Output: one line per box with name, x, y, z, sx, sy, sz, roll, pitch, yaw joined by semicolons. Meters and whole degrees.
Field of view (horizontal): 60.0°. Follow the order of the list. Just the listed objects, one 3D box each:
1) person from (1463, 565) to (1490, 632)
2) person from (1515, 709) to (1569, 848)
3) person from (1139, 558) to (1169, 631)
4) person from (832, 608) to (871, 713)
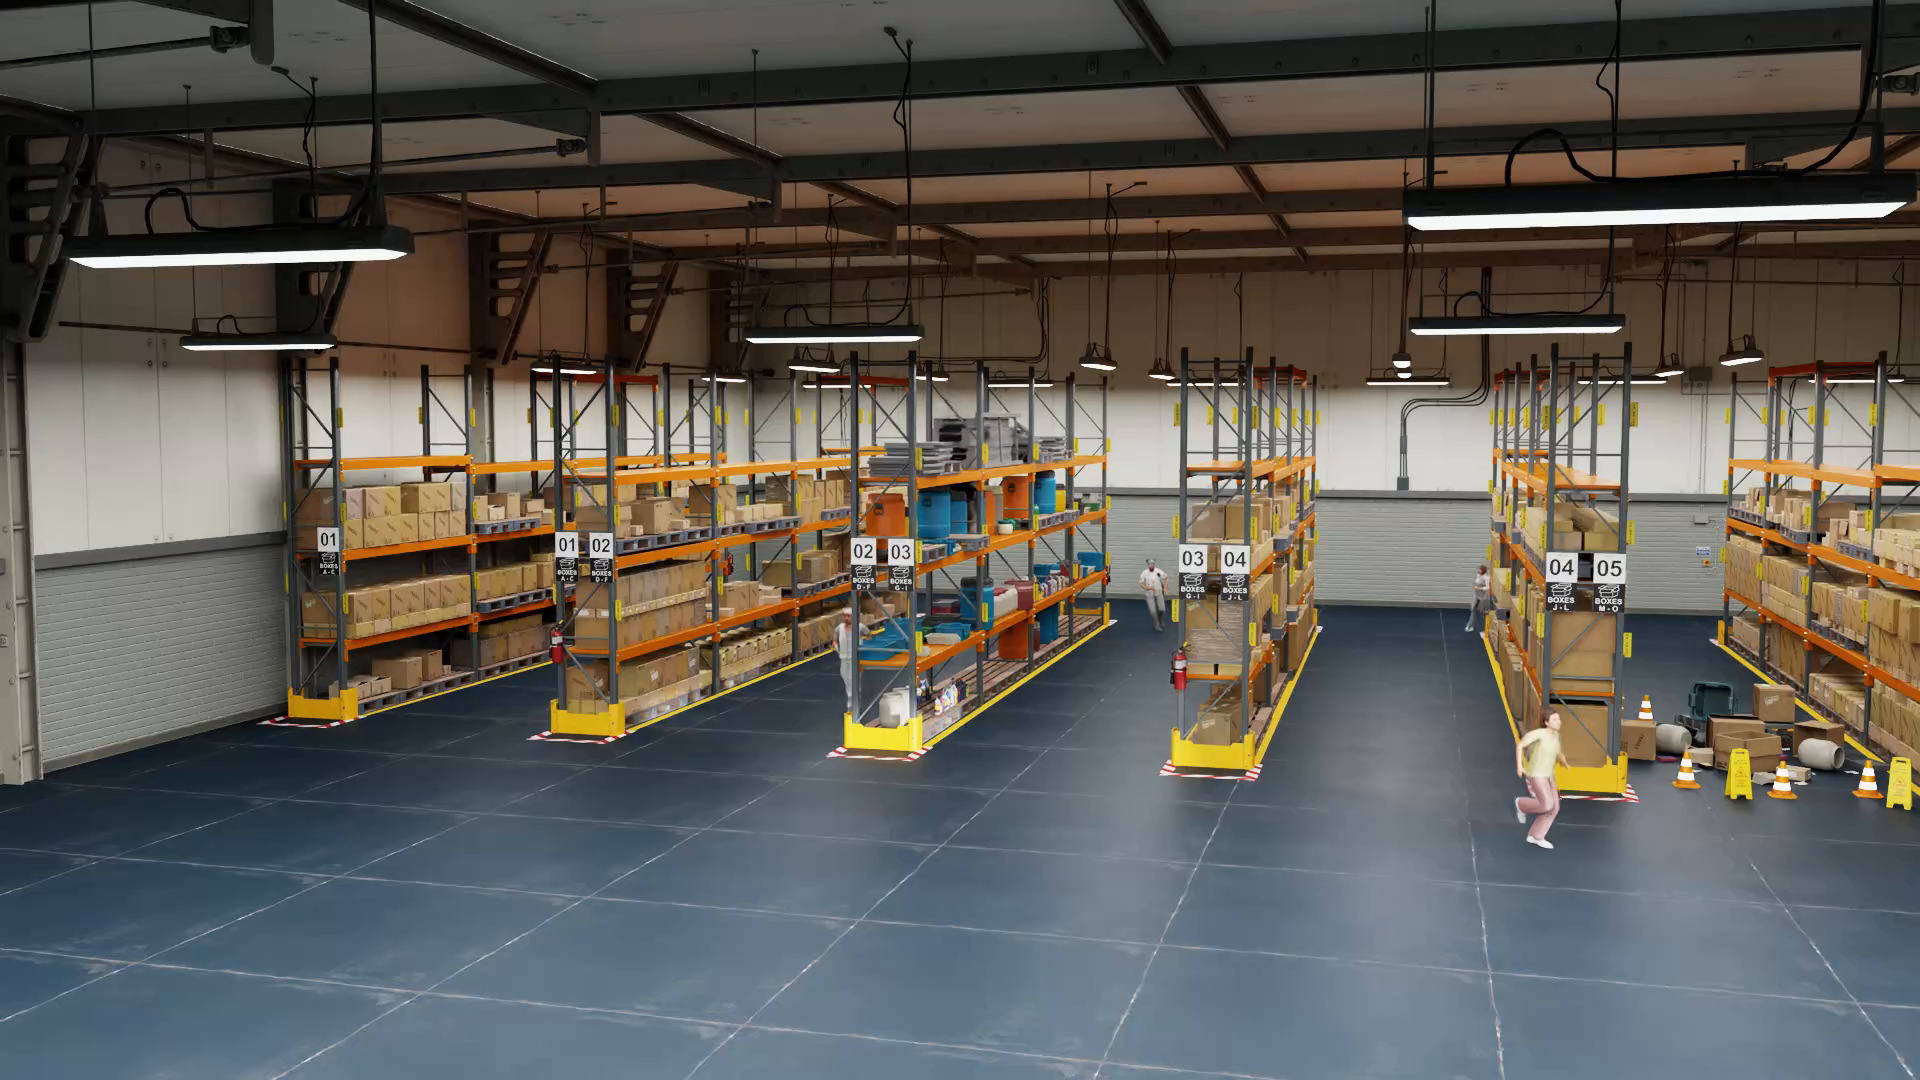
person;12.246;1.373;38.924;0.823;1.594;0.564;-1;4;-19
person;6.820;2.781;19.515;0.618;1.620;0.646;-2;5;-29
person;4.546;1.271;39.116;0.666;1.724;0.531;0;4;5
person;-1.852;2.047;28.163;0.608;1.833;0.855;1;4;16
